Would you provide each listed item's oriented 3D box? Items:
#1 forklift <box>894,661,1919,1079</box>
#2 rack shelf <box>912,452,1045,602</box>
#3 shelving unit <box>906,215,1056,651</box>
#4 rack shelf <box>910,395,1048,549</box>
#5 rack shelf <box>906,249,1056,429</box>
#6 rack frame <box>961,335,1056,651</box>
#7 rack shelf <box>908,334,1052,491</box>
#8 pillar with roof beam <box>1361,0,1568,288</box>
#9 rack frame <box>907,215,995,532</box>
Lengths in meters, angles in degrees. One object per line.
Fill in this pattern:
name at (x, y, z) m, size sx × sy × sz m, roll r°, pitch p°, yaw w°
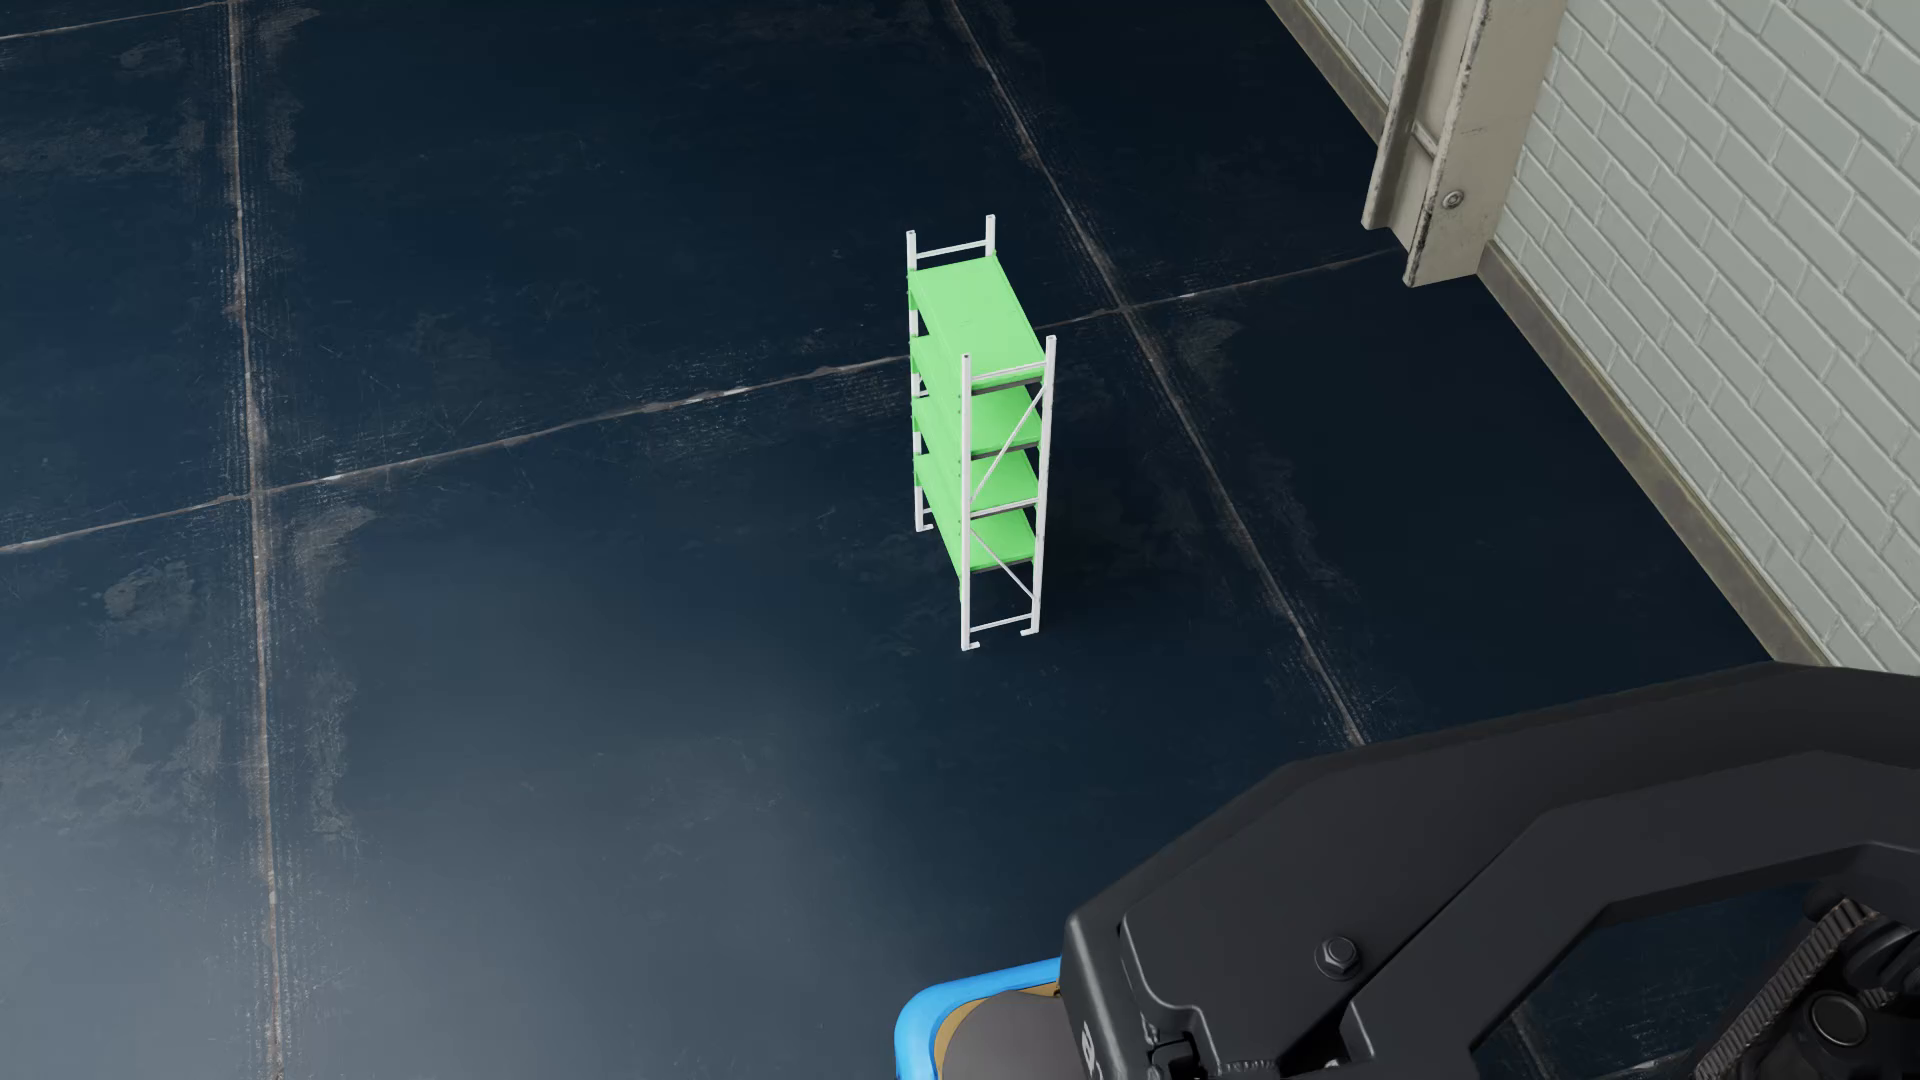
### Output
forklift at (0.703, 1.616, 1.971) m, size 1.130 × 2.935 × 3.031 m, roll -10°, pitch 51°, yaw -9°
rack shelf at (0.049, -0.070, 4.922) m, size 0.258 × 0.148 × 0.480 m, roll -13°, pitch 51°, yaw -11°
shelving unit at (0.049, -0.266, 4.689) m, size 0.258 × 1.200 × 0.503 m, roll -13°, pitch 51°, yaw -11°
rack shelf at (0.049, -0.225, 4.738) m, size 0.258 × 0.148 × 0.480 m, roll -13°, pitch 51°, yaw -11°
rack shelf at (0.049, -0.534, 4.371) m, size 0.258 × 0.148 × 0.480 m, roll -13°, pitch 51°, yaw -11°
rack frame at (0.121, -0.088, 4.539) m, size 0.240 × 1.200 × 0.015 m, roll -13°, pitch 51°, yaw -11°
rack shelf at (0.049, -0.379, 4.555) m, size 0.258 × 0.148 × 0.480 m, roll -13°, pitch 51°, yaw -11°
pillar with roof beam at (-2.400, -3.019, 1.910) m, size 9.100 × 9.000 × 0.400 m, roll -13°, pitch 51°, yaw -11°
rack frame at (-0.023, -0.444, 4.840) m, size 0.240 × 1.200 × 0.015 m, roll -13°, pitch 51°, yaw -11°
